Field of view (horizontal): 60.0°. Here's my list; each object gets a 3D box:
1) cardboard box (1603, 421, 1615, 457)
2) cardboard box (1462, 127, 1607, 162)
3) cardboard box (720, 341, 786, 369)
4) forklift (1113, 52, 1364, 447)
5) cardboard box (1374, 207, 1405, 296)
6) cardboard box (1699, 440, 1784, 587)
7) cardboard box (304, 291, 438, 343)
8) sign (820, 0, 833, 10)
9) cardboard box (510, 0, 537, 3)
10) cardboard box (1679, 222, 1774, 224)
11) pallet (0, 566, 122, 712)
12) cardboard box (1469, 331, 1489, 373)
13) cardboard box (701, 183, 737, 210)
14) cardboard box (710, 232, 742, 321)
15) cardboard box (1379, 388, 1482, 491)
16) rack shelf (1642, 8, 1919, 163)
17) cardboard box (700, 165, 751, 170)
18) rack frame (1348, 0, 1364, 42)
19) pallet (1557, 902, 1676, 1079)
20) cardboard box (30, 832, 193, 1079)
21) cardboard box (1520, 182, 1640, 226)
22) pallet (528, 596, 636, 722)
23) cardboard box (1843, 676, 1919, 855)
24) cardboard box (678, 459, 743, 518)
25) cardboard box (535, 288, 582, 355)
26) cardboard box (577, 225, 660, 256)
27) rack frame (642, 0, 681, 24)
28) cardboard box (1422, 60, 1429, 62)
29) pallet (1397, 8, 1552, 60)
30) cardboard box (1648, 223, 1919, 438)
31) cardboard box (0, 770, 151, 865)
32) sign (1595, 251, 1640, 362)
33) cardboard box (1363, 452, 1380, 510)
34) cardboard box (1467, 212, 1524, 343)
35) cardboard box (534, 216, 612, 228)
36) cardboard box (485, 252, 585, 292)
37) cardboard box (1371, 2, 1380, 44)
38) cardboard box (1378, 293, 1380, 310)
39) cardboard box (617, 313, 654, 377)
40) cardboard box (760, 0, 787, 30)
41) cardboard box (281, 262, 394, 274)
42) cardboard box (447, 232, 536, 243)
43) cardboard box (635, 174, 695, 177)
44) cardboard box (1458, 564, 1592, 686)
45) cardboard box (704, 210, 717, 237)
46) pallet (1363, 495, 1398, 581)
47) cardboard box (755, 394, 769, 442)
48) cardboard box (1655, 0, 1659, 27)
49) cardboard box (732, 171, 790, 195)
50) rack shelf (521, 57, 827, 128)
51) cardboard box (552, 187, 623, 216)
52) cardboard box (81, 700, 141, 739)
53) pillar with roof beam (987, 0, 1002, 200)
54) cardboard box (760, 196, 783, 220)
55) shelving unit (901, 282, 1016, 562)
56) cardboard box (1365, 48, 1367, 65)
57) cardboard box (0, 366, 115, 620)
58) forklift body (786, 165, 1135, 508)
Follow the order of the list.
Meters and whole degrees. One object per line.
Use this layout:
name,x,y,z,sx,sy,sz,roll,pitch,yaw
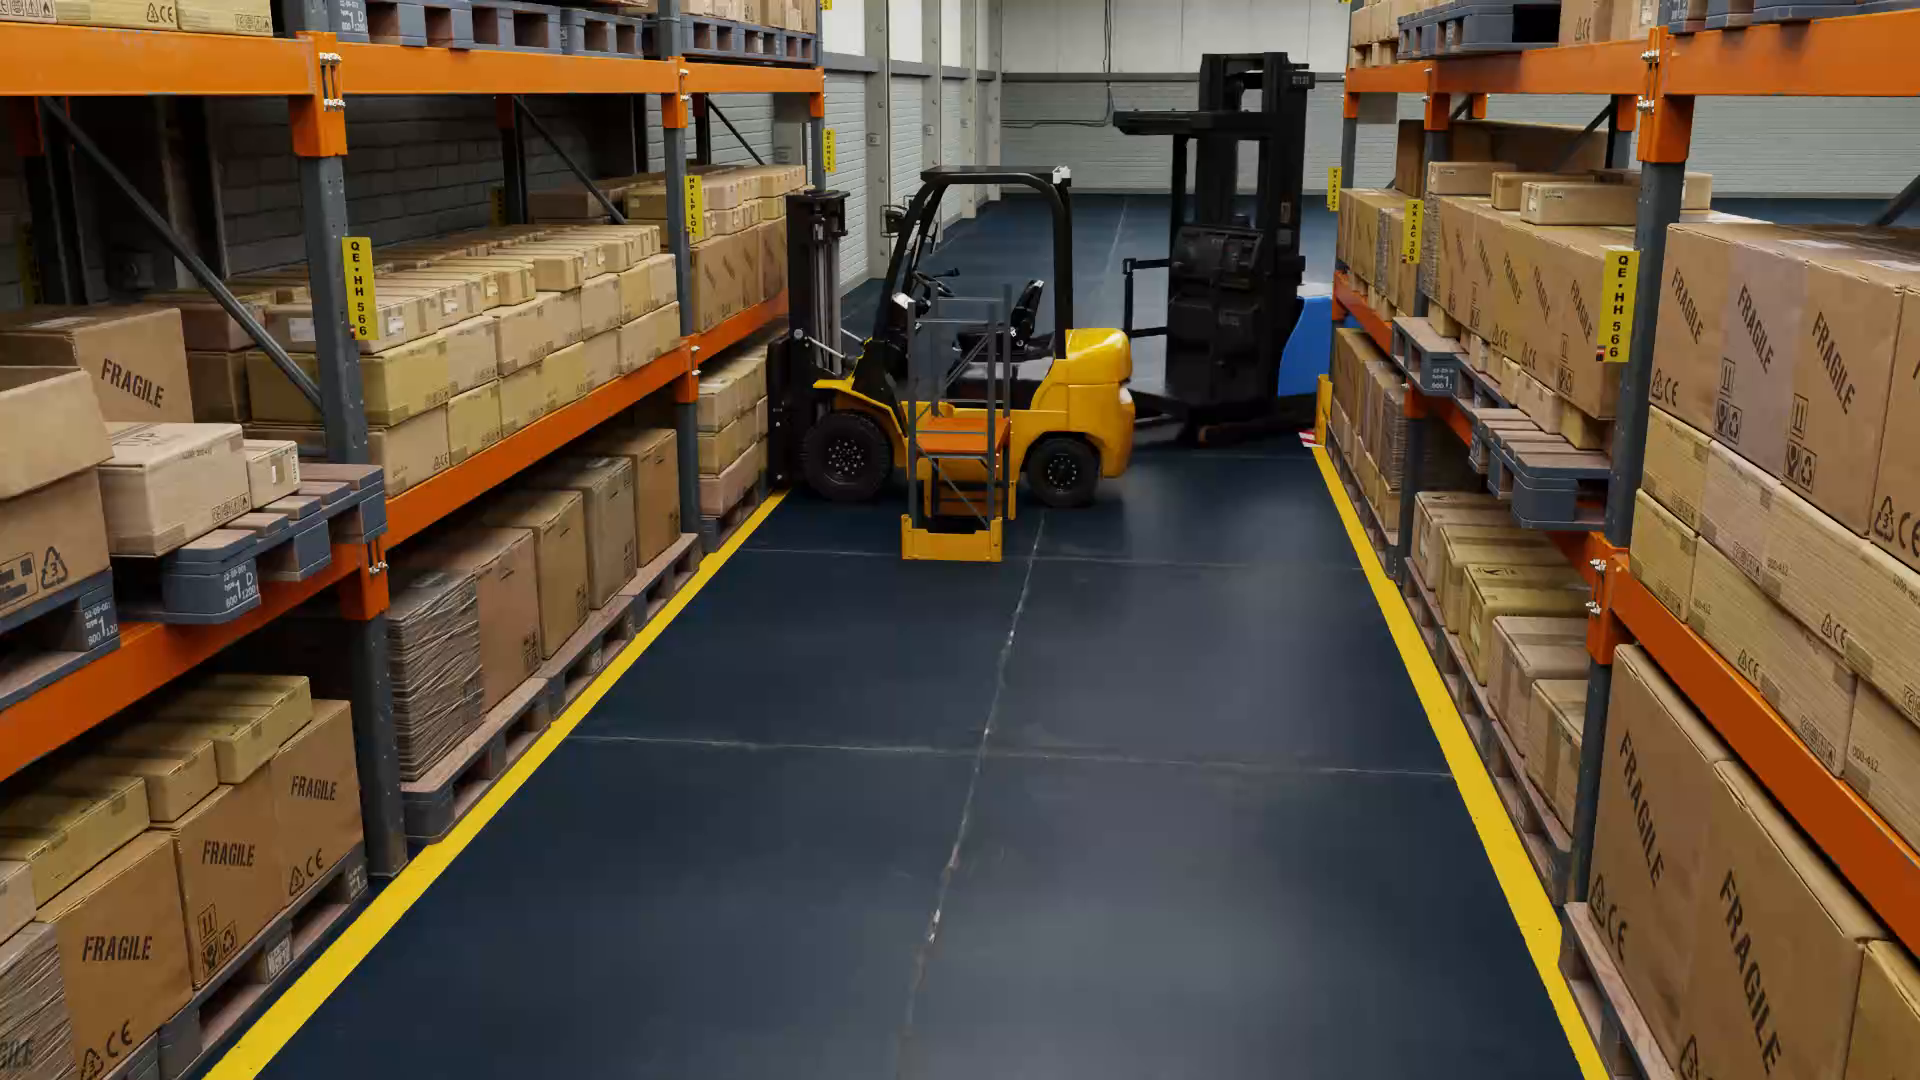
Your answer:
cardboard box,2.276,-0.323,5.288,0.380,0.149,0.250,2,15,8
cardboard box,3.268,-2.101,9.510,0.700,0.500,0.500,2,15,7
cardboard box,-1.463,-1.204,11.417,0.500,0.250,0.500,1,15,5
forklift,1.857,-2.287,13.005,3.031,2.935,1.130,-11,18,-34
cardboard box,2.832,-1.770,10.200,0.500,0.500,0.500,2,15,8
cardboard box,2.111,-0.061,3.969,0.500,0.250,0.500,2,15,8
cardboard box,-2.102,-0.800,5.939,0.380,0.149,0.250,2,15,7
sign,-1.020,-4.188,12.611,0.100,0.325,0.005,2,15,6
cardboard box,-2.208,-2.627,7.870,0.380,0.149,0.250,2,15,6
cardboard box,2.858,-0.928,6.280,0.500,0.500,0.500,2,15,7
pallet,-2.675,0.302,3.666,1.003,0.211,1.213,2,15,6
cardboard box,2.373,-0.797,7.041,0.380,0.149,0.250,2,15,8
cardboard box,-1.587,-2.112,10.222,0.380,0.149,0.250,2,15,8
cardboard box,-1.657,-1.624,10.229,0.500,0.500,0.500,2,15,7
cardboard box,2.724,-0.586,9.609,0.500,0.500,0.500,1,15,5
rack shelf,2.247,-0.732,2.754,1.077,0.370,4.000,2,15,6
cardboard box,-1.807,-2.794,12.745,0.380,0.149,0.250,1,15,5
rack frame,3.375,-5.121,11.860,1.000,3.000,0.127,2,15,6
pallet,2.309,1.399,4.586,1.003,0.211,1.213,2,15,6
cardboard box,-2.417,1.090,4.368,0.500,0.500,0.500,2,15,9
cardboard box,2.377,-1.290,6.378,0.380,0.149,0.250,1,15,4
pallet,-2.188,0.523,7.823,1.003,0.211,1.213,2,15,6
cardboard box,2.010,0.440,3.076,0.500,0.250,0.500,2,15,6
cardboard box,-1.625,-0.324,10.075,0.500,0.250,0.500,2,15,7
cardboard box,-2.000,-0.970,7.333,0.500,0.250,0.500,2,15,7
cardboard box,-1.826,-1.599,8.894,0.380,0.149,0.250,2,15,8
rack frame,-2.009,-4.228,8.560,1.000,3.000,0.127,2,15,6
cardboard box,2.656,-2.605,8.784,0.380,0.149,0.250,2,15,7
pallet,2.748,-2.388,7.859,1.213,0.211,1.003,2,15,6
cardboard box,2.174,-0.560,4.380,0.500,0.500,0.500,1,15,4
cardboard box,-2.412,0.737,4.431,0.380,0.149,0.250,2,15,8
sign,1.932,-0.684,4.879,0.100,0.325,0.005,2,15,6
cardboard box,2.774,-0.362,10.219,0.500,0.250,0.500,1,15,5
cardboard box,2.413,-1.077,6.834,0.500,0.500,0.500,1,15,4
cardboard box,-2.227,-1.785,9.582,0.380,0.149,0.250,2,15,6
cardboard box,-1.894,-1.195,7.402,0.380,0.149,0.250,1,15,5
cardboard box,2.954,-3.356,10.798,0.500,0.250,0.500,2,15,8
cardboard box,2.827,-1.487,10.397,0.380,0.149,0.250,1,15,5
cardboard box,-1.857,-0.991,8.368,0.500,0.250,0.500,2,15,6
cardboard box,-1.580,-3.732,11.285,0.700,0.500,0.500,2,15,7
cardboard box,-2.606,-1.082,6.982,0.380,0.149,0.250,1,15,5
cardboard box,-2.373,-1.476,8.441,0.380,0.149,0.250,2,15,6
cardboard box,-2.010,-2.394,11.264,0.380,0.149,0.250,2,15,7
cardboard box,2.713,0.382,7.234,0.950,0.372,0.625,2,15,8
cardboard box,-1.682,-1.904,10.024,0.380,0.149,0.250,2,15,6
pallet,2.965,-0.016,9.818,1.003,0.211,1.213,2,15,6
cardboard box,-1.524,-0.826,10.977,0.500,0.250,0.500,2,15,6
cardboard box,2.299,-1.564,4.936,0.380,0.149,0.250,2,15,6
cardboard box,-1.409,-2.509,11.690,0.380,0.149,0.250,2,15,8
rack shelf,-1.783,-2.952,10.964,1.077,0.370,4.000,2,15,6
cardboard box,-2.203,-1.993,9.782,0.380,0.149,0.250,1,15,5
cardboard box,-2.828,0.522,5.227,0.380,0.149,0.250,2,15,9
pillar with roof beam,5.131,-12.766,40.133,9.100,9.000,0.400,2,15,6
cardboard box,-1.438,-2.300,11.486,0.380,0.149,0.250,2,15,7
shelving unit,0.009,-0.744,10.039,0.587,1.500,1.083,2,15,6
cardboard box,3.074,-3.404,11.740,0.380,0.149,0.250,1,15,4
cardboard box,-2.460,-0.119,3.853,0.797,0.503,0.637,1,15,5
forklift body,0.042,-1.415,11.273,2.313,2.155,1.214,2,15,6
